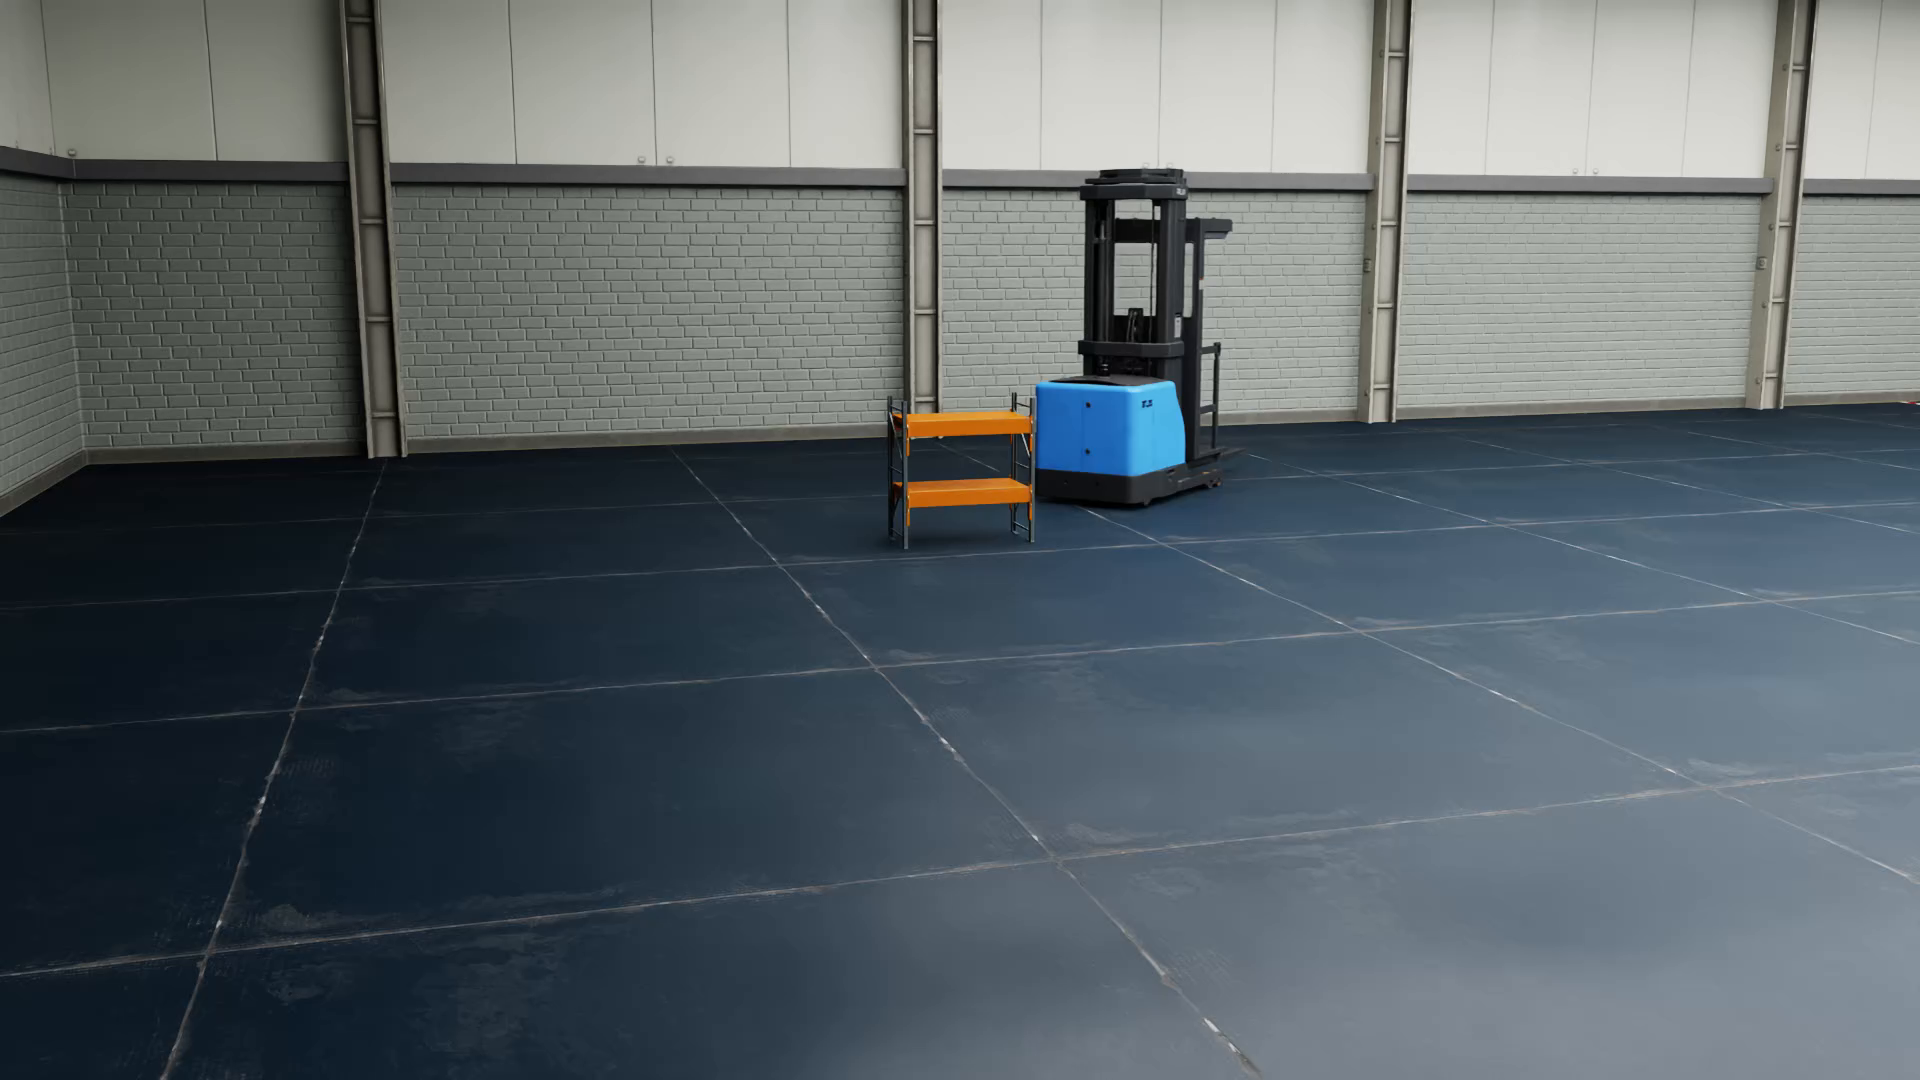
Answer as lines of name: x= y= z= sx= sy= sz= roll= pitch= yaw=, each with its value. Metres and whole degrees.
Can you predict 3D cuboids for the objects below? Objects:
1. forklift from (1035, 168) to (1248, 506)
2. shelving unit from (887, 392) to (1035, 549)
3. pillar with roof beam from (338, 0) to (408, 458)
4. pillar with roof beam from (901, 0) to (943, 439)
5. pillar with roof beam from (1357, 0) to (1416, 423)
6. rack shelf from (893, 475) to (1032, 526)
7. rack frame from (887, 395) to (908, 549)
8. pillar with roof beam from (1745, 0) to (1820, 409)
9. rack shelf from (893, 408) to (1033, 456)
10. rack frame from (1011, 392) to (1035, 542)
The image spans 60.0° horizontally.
forklift: x=1.853 y=-1.961 z=15.601 sx=1.130 sy=2.935 sz=3.031 roll=6 pitch=12 yaw=31
shelving unit: x=0.006 y=-0.554 z=12.947 sx=1.048 sy=1.125 sz=0.538 roll=-3 pitch=11 yaw=-16
pillar with roof beam: x=-4.991 y=-4.590 z=13.123 sx=0.400 sy=9.000 sz=9.100 roll=-3 pitch=11 yaw=-16
pillar with roof beam: x=0.770 y=-4.893 z=14.772 sx=0.400 sy=9.000 sz=9.100 roll=-3 pitch=11 yaw=-16
pillar with roof beam: x=6.531 y=-5.197 z=16.421 sx=0.400 sy=9.000 sz=9.100 roll=-3 pitch=11 yaw=-16
rack shelf: x=0.006 y=-0.313 z=12.991 sx=1.000 sy=0.278 sz=0.538 roll=-3 pitch=11 yaw=-16
rack frame: x=-0.482 y=-0.528 z=12.807 sx=0.032 sy=1.125 sz=0.500 roll=-3 pitch=11 yaw=-16
pillar with roof beam: x=12.292 y=-5.501 z=18.071 sx=0.400 sy=9.000 sz=9.100 roll=-3 pitch=11 yaw=-16
rack shelf: x=0.006 y=-0.841 z=12.894 sx=1.000 sy=0.278 sz=0.538 roll=-3 pitch=11 yaw=-16
rack frame: x=0.495 y=-0.579 z=13.086 sx=0.032 sy=1.125 sz=0.500 roll=-3 pitch=11 yaw=-16
